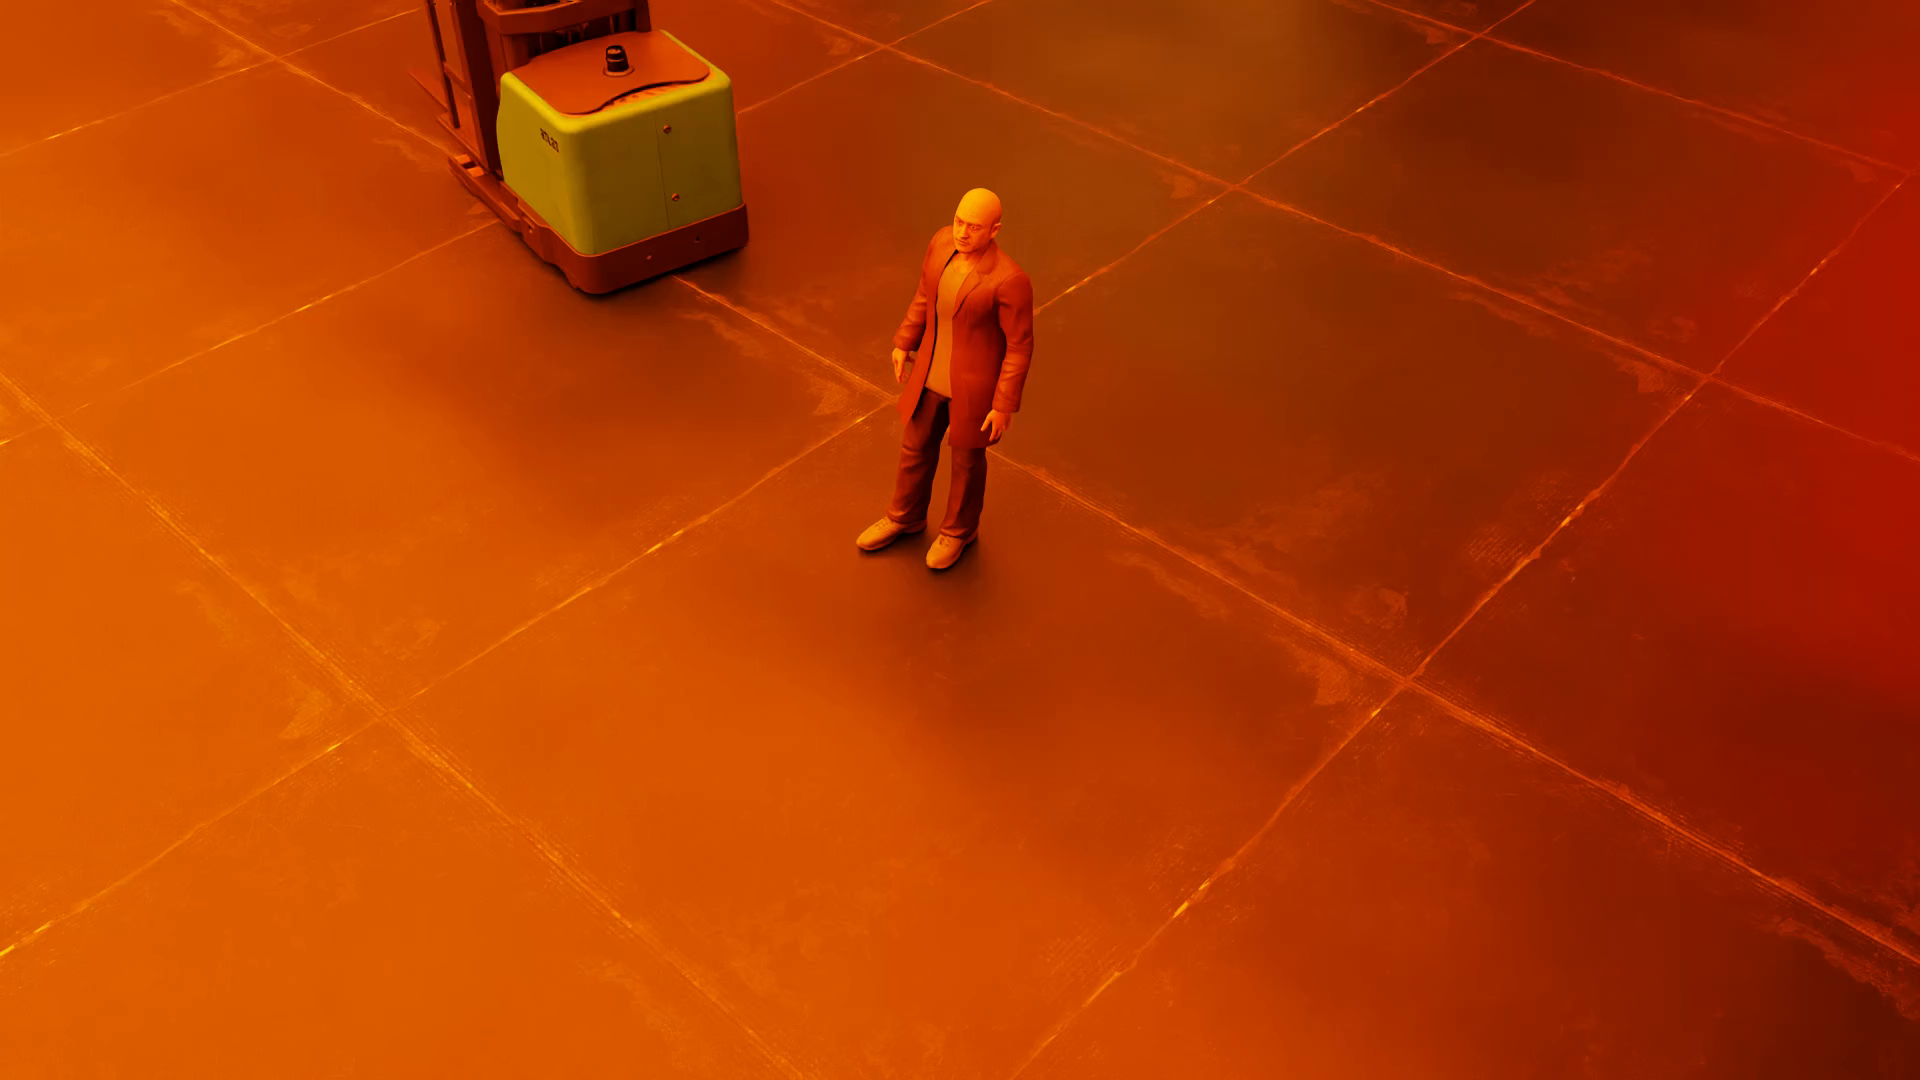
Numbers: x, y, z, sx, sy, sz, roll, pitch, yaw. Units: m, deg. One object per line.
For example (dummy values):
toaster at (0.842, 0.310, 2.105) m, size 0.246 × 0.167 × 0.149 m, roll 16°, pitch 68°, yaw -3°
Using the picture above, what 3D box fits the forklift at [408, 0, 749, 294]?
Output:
forklift at (-2.485, -3.381, 9.369) m, size 1.130 × 2.935 × 3.031 m, roll -25°, pitch 47°, yaw -26°

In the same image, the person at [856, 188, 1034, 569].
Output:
person at (-0.065, -0.634, 7.052) m, size 0.696 × 1.762 × 0.582 m, roll 31°, pitch 49°, yaw 31°
